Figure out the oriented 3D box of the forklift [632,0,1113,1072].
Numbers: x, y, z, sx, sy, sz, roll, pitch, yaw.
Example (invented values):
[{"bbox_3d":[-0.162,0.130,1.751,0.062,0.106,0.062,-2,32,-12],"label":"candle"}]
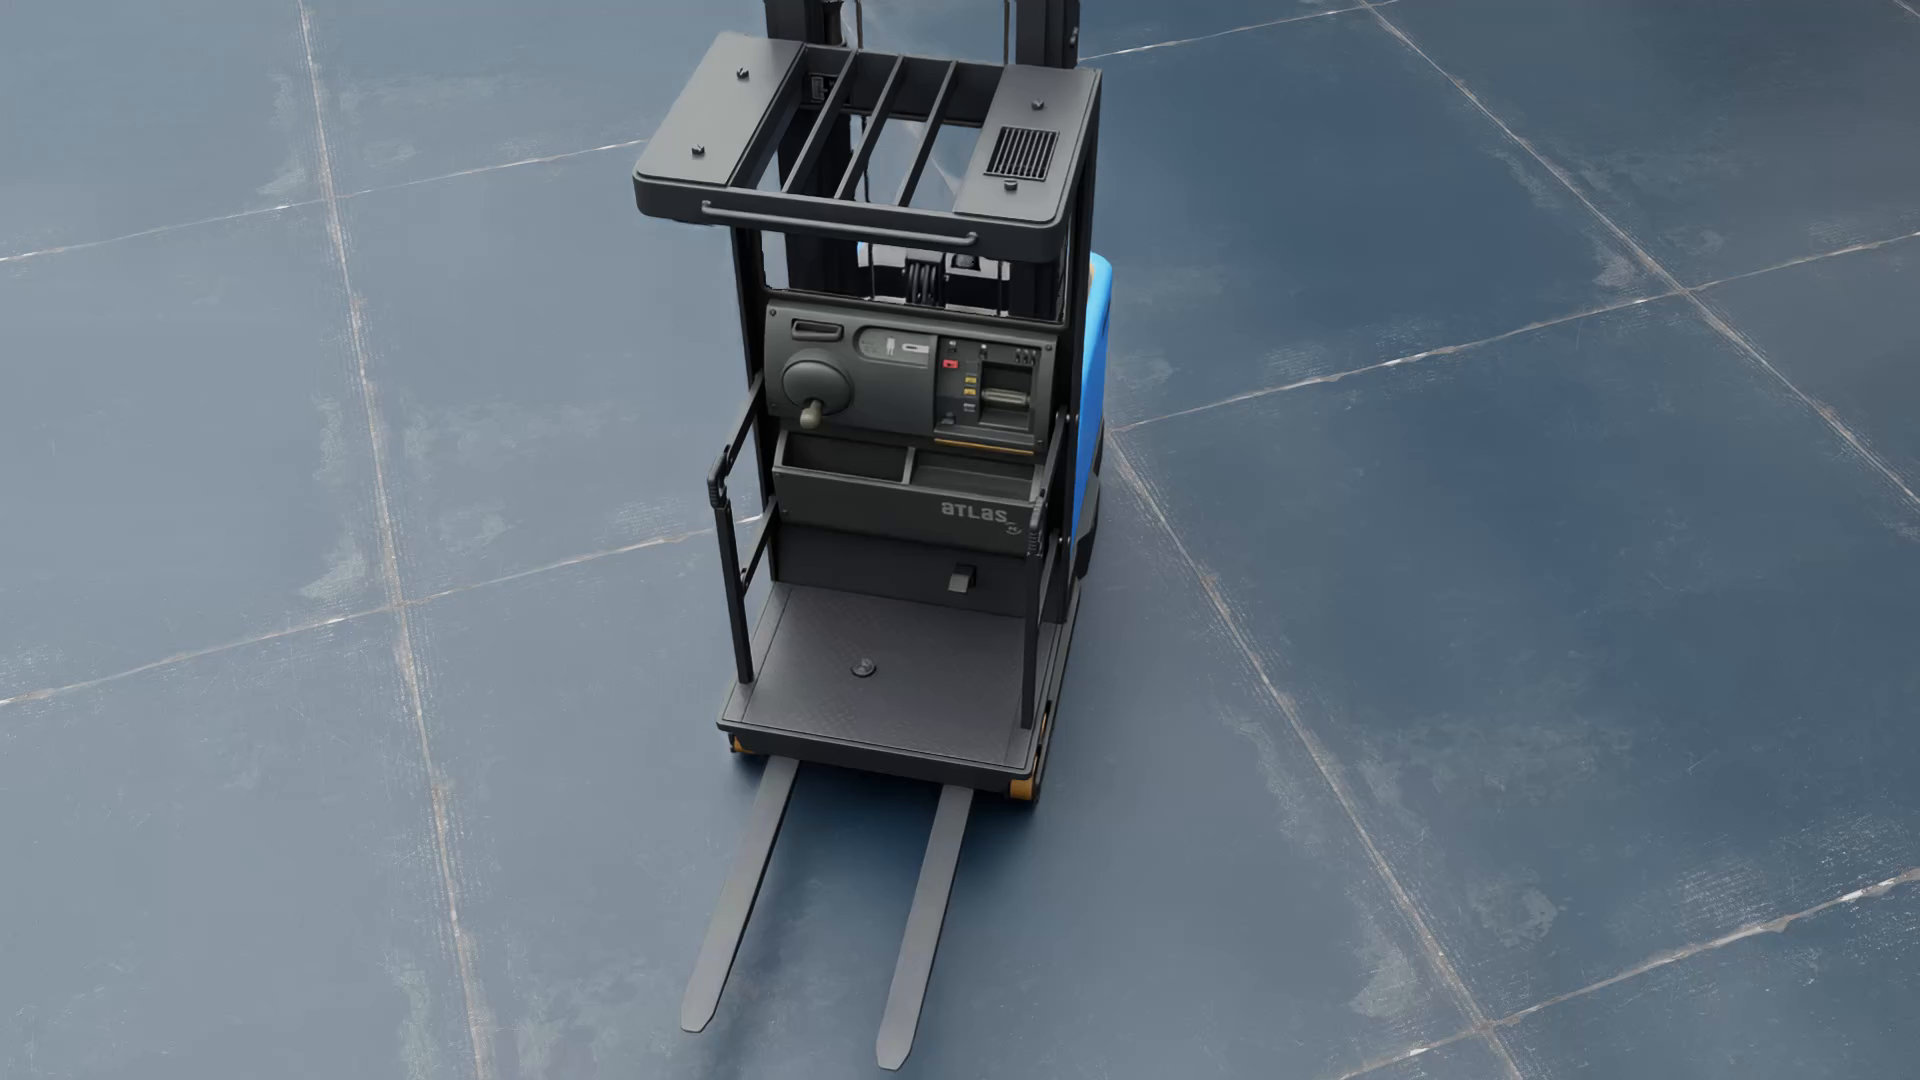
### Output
[{"bbox_3d":[-0.205,-0.416,5.095,1.130,2.935,3.031,8,46,8],"label":"forklift"}]
